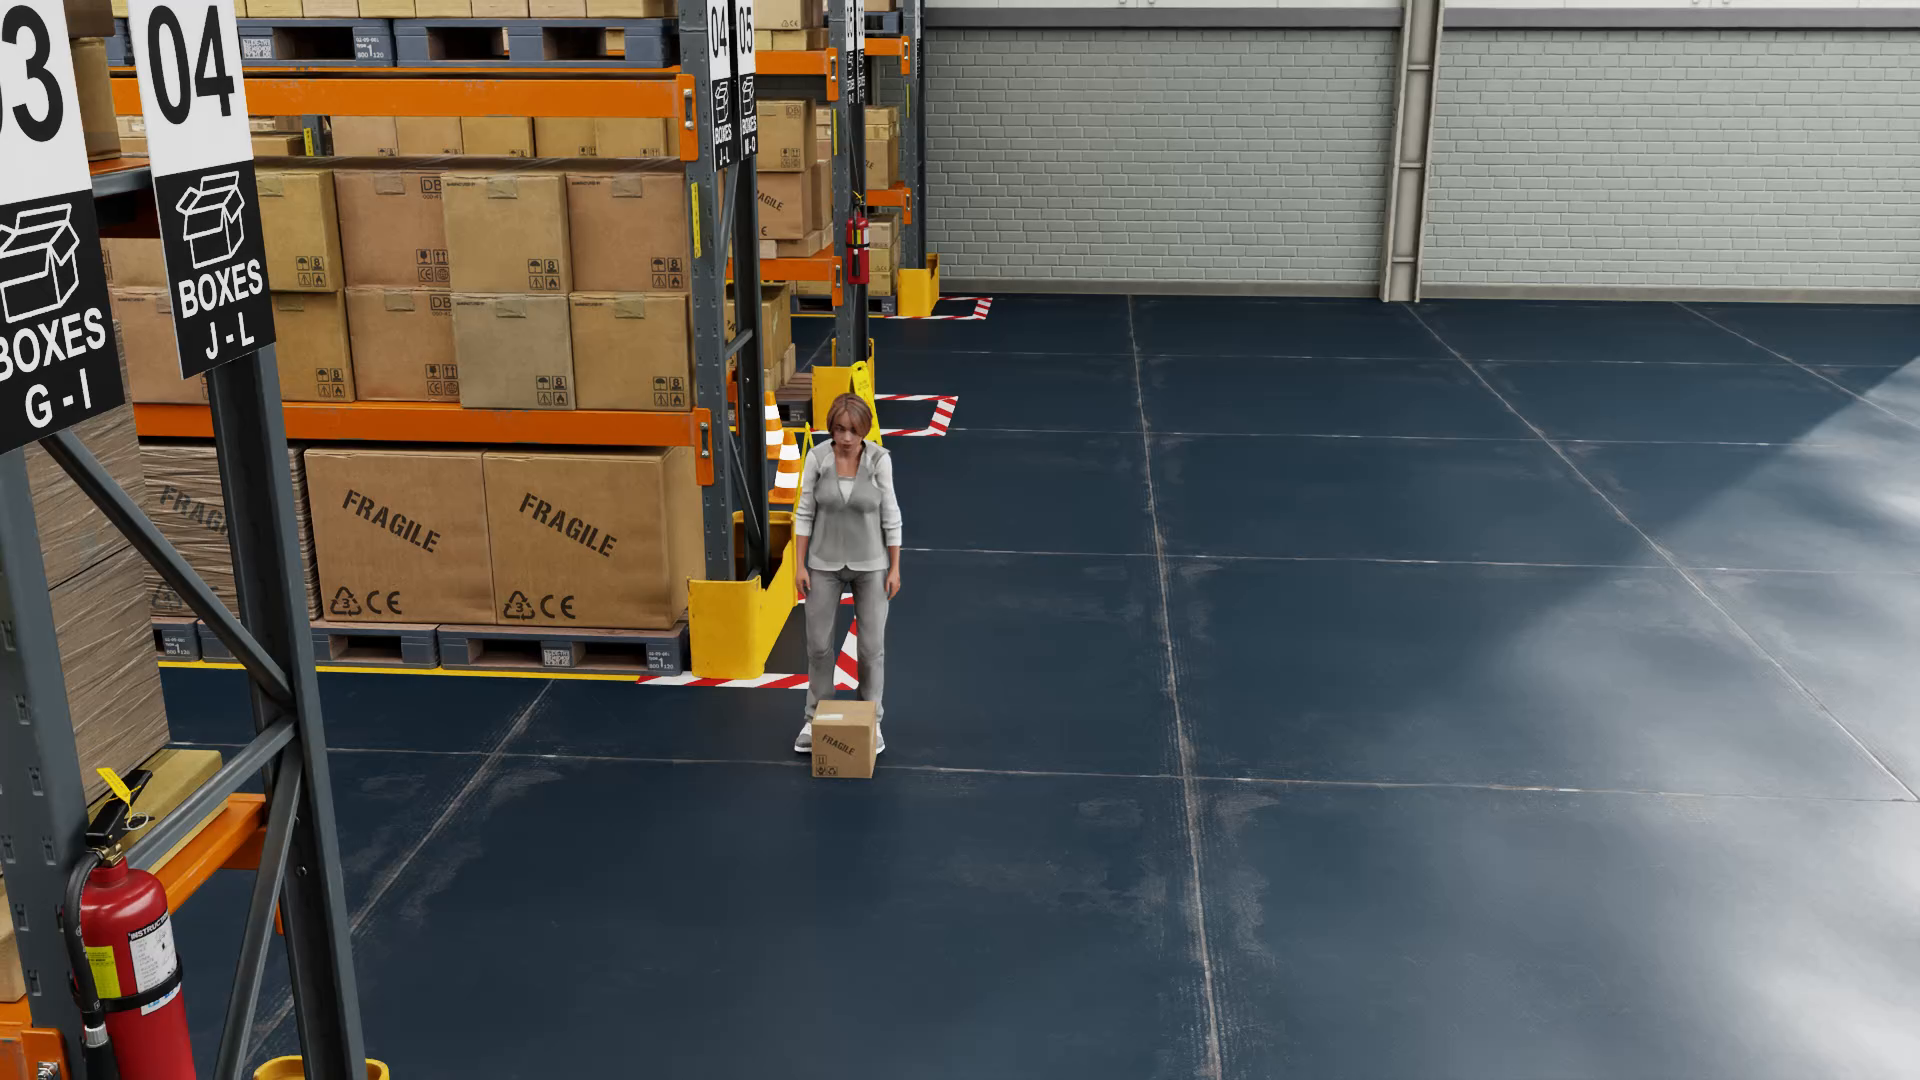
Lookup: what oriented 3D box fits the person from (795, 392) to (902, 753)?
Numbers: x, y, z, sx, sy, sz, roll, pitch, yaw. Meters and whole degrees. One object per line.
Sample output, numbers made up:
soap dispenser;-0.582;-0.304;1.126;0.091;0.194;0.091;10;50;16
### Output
person;-0.485;0.138;7.142;0.476;1.592;0.345;0;18;1
